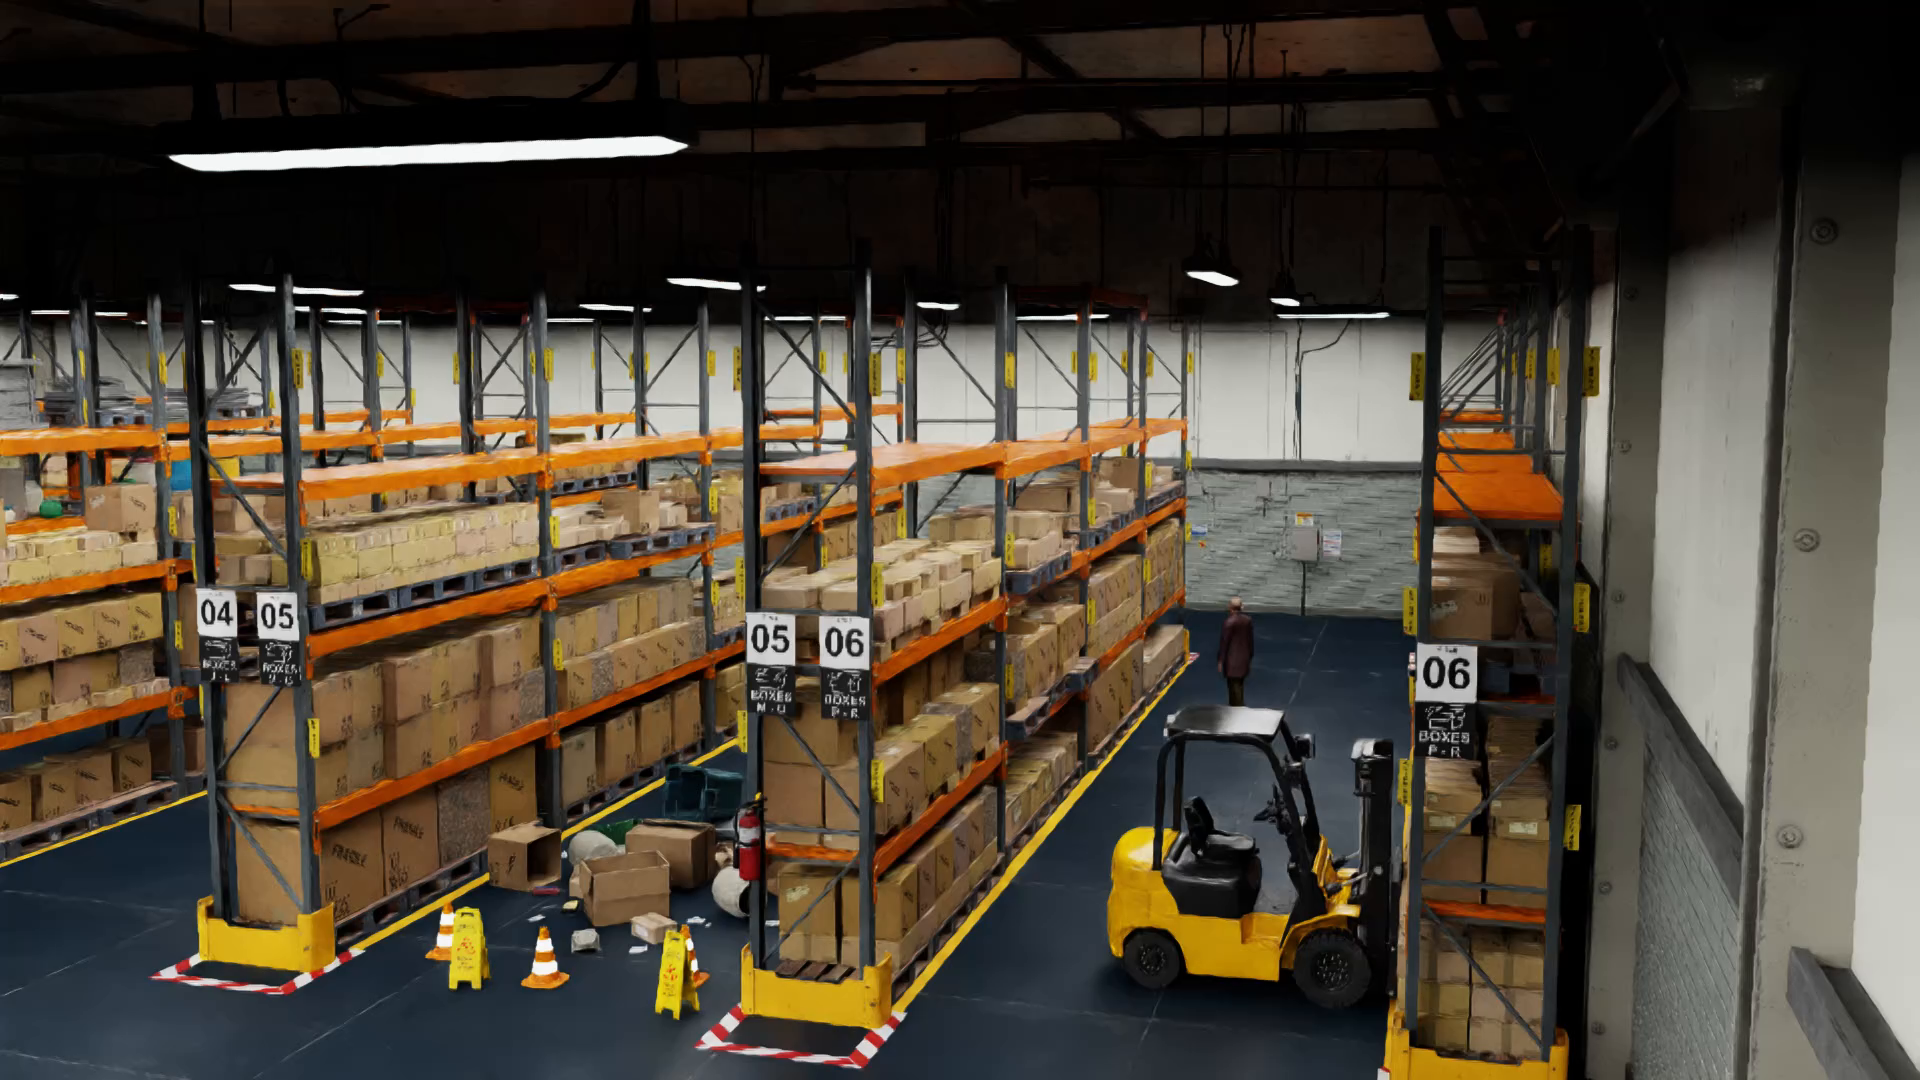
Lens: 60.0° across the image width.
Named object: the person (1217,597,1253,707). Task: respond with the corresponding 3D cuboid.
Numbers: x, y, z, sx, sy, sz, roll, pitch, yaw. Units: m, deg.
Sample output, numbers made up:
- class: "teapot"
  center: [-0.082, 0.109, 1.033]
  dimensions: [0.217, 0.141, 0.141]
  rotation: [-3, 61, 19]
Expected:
- class: "person"
  center: [3.817, 1.758, 23.256]
  dimensions: [0.676, 1.590, 0.637]
  rotation: [-6, 9, -45]
